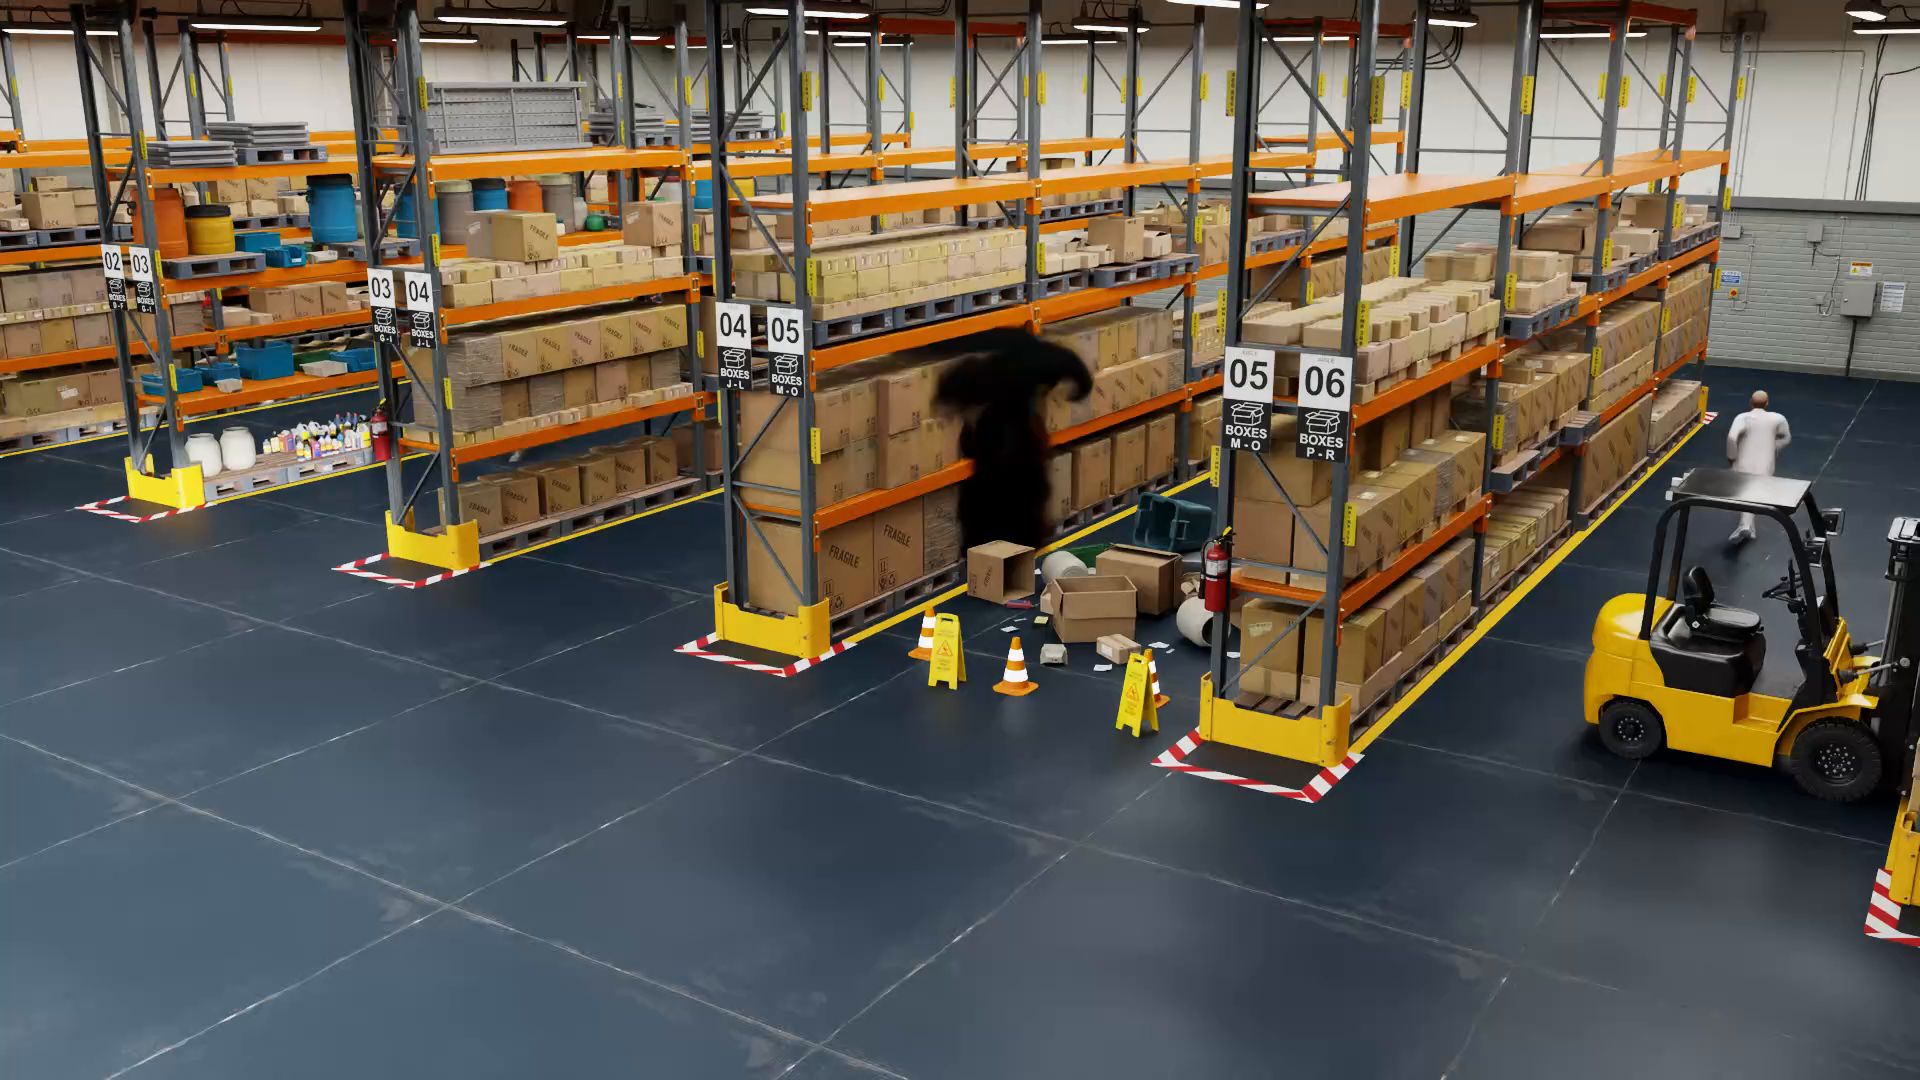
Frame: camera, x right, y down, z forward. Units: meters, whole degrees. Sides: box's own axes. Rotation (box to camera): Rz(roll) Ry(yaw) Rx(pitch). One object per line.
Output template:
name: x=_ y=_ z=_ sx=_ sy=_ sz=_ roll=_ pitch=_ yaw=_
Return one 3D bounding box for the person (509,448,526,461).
person: x=-6.177 y=-1.921 z=23.059 sx=0.650 sy=1.657 sz=0.711 roll=4 pitch=16 yaw=14

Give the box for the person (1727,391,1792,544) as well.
person: x=8.994 y=-0.781 z=18.795 sx=0.680 sy=1.763 sz=0.881 roll=6 pitch=17 yaw=21

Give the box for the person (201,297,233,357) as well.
person: x=-12.777 y=-3.473 z=28.817 sx=0.664 sy=1.571 sz=1.079 roll=3 pitch=16 yaw=11
